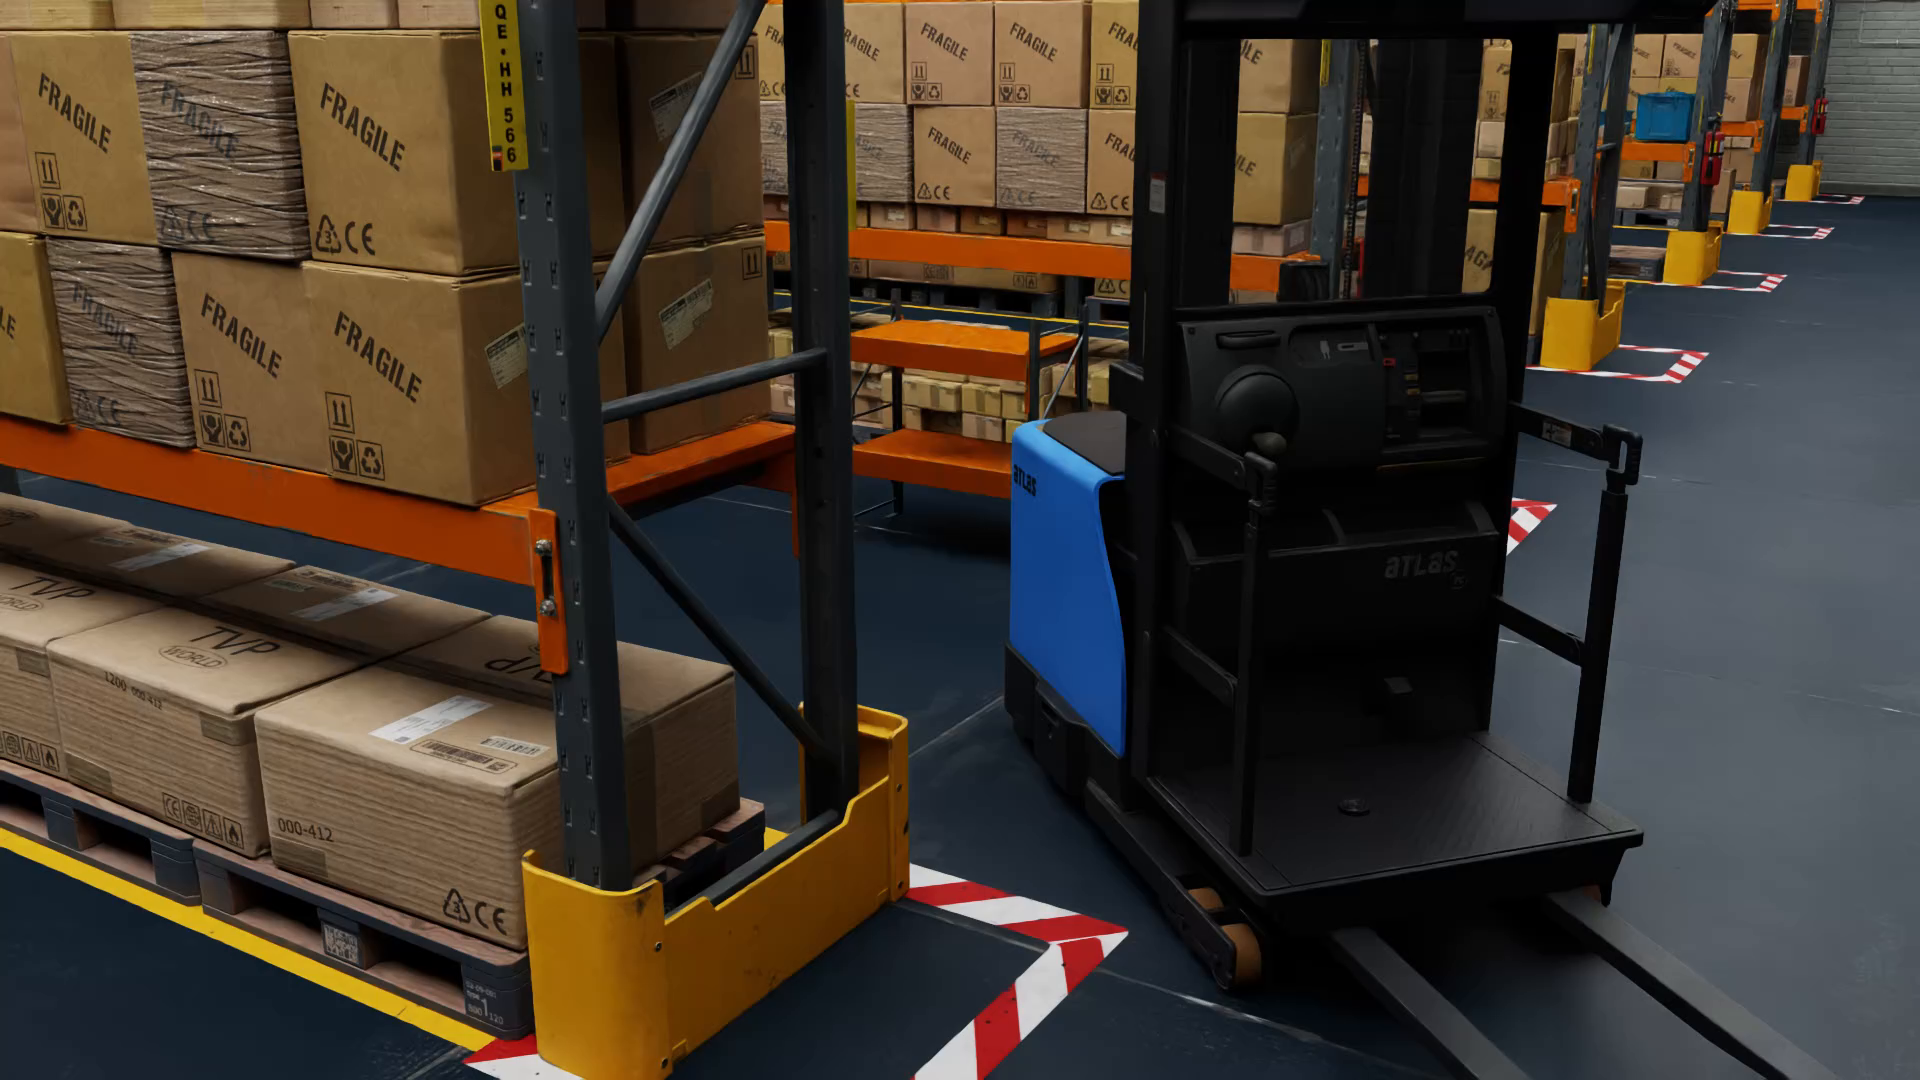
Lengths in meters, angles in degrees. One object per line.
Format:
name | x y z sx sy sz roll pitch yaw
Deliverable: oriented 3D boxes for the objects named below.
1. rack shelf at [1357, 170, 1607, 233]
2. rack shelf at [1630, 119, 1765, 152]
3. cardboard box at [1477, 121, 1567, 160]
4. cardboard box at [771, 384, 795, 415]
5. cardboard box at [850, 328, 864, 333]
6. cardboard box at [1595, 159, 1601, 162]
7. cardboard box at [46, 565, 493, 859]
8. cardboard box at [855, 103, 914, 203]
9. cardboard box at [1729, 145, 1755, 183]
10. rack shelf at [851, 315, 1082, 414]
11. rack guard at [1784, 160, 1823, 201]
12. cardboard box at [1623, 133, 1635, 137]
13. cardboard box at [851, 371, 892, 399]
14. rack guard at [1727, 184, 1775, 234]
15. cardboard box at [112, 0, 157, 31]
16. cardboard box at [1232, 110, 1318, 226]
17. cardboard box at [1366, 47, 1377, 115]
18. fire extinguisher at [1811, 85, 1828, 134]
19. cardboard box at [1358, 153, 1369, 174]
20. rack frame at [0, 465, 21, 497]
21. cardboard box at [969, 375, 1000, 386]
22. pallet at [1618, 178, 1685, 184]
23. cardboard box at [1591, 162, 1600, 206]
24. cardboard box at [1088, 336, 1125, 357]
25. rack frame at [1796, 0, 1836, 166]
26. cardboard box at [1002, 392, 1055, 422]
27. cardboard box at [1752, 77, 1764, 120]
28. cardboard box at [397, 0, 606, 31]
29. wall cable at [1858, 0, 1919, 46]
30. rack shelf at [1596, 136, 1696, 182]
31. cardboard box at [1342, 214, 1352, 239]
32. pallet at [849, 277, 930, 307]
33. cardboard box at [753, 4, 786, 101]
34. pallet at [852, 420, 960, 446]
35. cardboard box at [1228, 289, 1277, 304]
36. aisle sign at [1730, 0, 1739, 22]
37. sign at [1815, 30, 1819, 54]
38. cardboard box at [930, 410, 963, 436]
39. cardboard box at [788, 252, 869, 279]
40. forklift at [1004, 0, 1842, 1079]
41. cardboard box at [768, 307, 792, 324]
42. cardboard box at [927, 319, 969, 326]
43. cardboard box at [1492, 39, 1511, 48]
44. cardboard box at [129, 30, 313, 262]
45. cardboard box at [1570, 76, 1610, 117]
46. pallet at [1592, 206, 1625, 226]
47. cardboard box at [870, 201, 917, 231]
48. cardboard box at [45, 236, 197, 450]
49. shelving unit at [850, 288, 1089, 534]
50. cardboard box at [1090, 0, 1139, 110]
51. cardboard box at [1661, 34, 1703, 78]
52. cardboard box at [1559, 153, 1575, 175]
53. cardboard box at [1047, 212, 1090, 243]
rack shelf | 2.893 -2.765 13.062 4.000 0.370 1.077 10 20 30
rack shelf | 8.081 -5.218 21.137 4.000 0.370 1.077 10 20 30
cardboard box | 4.045 -2.884 11.961 0.500 0.250 0.500 10 19 29
cardboard box | -0.885 -0.837 9.659 0.250 0.149 0.380 10 20 30
cardboard box | -0.629 -1.102 9.506 0.250 0.149 0.380 10 19 29
cardboard box | 9.976 -5.883 25.665 0.500 0.500 0.700 10 20 30
cardboard box | -1.988 0.461 4.888 0.875 0.438 0.875 11 20 32
cardboard box | -0.367 -2.094 8.931 0.500 0.500 0.500 10 19 29
cardboard box | 11.725 -5.572 24.643 0.500 0.500 0.700 10 20 30
rack shelf | 0.006 -0.817 7.629 1.000 0.278 0.538 10 20 30
rack guard | 12.395 -5.286 24.423 0.348 0.500 1.175 10 20 30
cardboard box | 10.190 -6.094 25.243 0.250 0.149 0.380 9 19 28
cardboard box | -0.412 -0.912 9.393 0.250 0.149 0.380 11 20 33
rack guard | 9.720 -4.074 20.433 0.348 0.500 1.175 10 20 30
cardboard box | -1.871 -1.350 4.155 0.250 0.149 0.380 10 20 30
cardboard box | 1.398 -1.787 7.920 0.500 0.500 0.500 11 20 31
cardboard box | 3.459 -3.528 12.791 0.500 0.500 0.500 10 19 29
fire extinguisher | 12.261 -6.133 23.686 0.183 0.674 0.296 10 20 30
cardboard box | 3.029 -2.852 12.542 0.250 0.149 0.380 10 20 30
rack frame | -3.998 -0.960 5.879 0.127 3.000 1.000 10 20 30
cardboard box | 0.248 -0.942 8.980 0.250 0.149 0.380 9 19 28
pallet | 10.616 -5.440 25.426 1.213 0.211 1.003 10 20 30
cardboard box | 7.980 -4.598 21.397 0.637 0.503 0.797 10 20 30
cardboard box | 0.715 -1.022 9.243 0.250 0.149 0.380 11 20 32
rack frame | 12.374 -6.486 24.072 0.127 3.000 1.000 10 20 30
cardboard box | 0.425 -0.735 8.812 0.250 0.149 0.380 10 20 31
cardboard box | 9.545 -5.439 20.454 0.500 0.500 0.500 11 20 31
cardboard box | -1.000 -1.193 3.638 0.250 0.149 0.380 10 20 31
wall cable | 13.960 -7.011 24.054 1.851 1.984 0.084 10 20 30
rack shelf | 5.485 -3.992 17.100 4.000 0.370 1.077 10 20 30
cardboard box | 1.811 -1.603 8.429 0.250 0.149 0.380 10 20 30
pallet | -0.552 -2.364 15.299 1.213 0.211 1.003 10 20 30
cardboard box | -0.786 -2.665 9.091 0.500 0.500 0.500 9 19 28
pallet | 0.141 -0.588 9.453 1.213 0.211 1.003 10 20 30
cardboard box | 2.476 -2.341 13.360 0.875 0.875 0.875 10 20 30
aisle sign | 7.406 -5.339 15.823 0.004 0.787 0.394 10 20 30
sign | 12.078 -7.021 23.434 0.005 0.325 0.100 10 20 30
cardboard box | 0.040 -0.694 9.189 0.250 0.149 0.380 11 20 32
cardboard box | -0.887 -2.959 15.395 0.875 0.875 1.225 10 20 30
forklift | 1.082 -0.404 4.168 1.130 2.935 3.031 -5 18 -17
cardboard box | -1.054 -1.333 10.267 0.250 0.149 0.380 11 20 32
cardboard box | -0.140 -1.190 9.798 0.250 0.149 0.380 9 19 27
cardboard box | 7.070 -6.173 21.151 0.500 0.500 0.500 9 19 28
cardboard box | -1.585 -0.964 4.001 0.500 0.500 0.500 10 20 30
cardboard box | 7.965 -5.539 20.783 0.500 0.500 0.500 10 19 29
pallet | 8.005 -4.242 21.485 1.213 0.211 1.003 10 20 30
cardboard box | -0.275 -1.768 8.974 0.250 0.149 0.380 11 20 32
cardboard box | -2.002 -0.563 4.400 0.500 0.500 0.500 11 20 32
shelving unit | 0.006 -0.537 7.714 1.048 1.125 0.538 10 20 30
cardboard box | 0.963 -2.346 8.040 0.500 0.500 0.500 9 19 28
cardboard box | 8.831 -5.861 20.122 0.500 0.500 0.500 11 20 32
cardboard box | 4.467 -2.821 12.439 0.250 0.149 0.380 10 20 31
cardboard box | 0.637 -1.614 8.465 0.250 0.149 0.380 9 19 28
